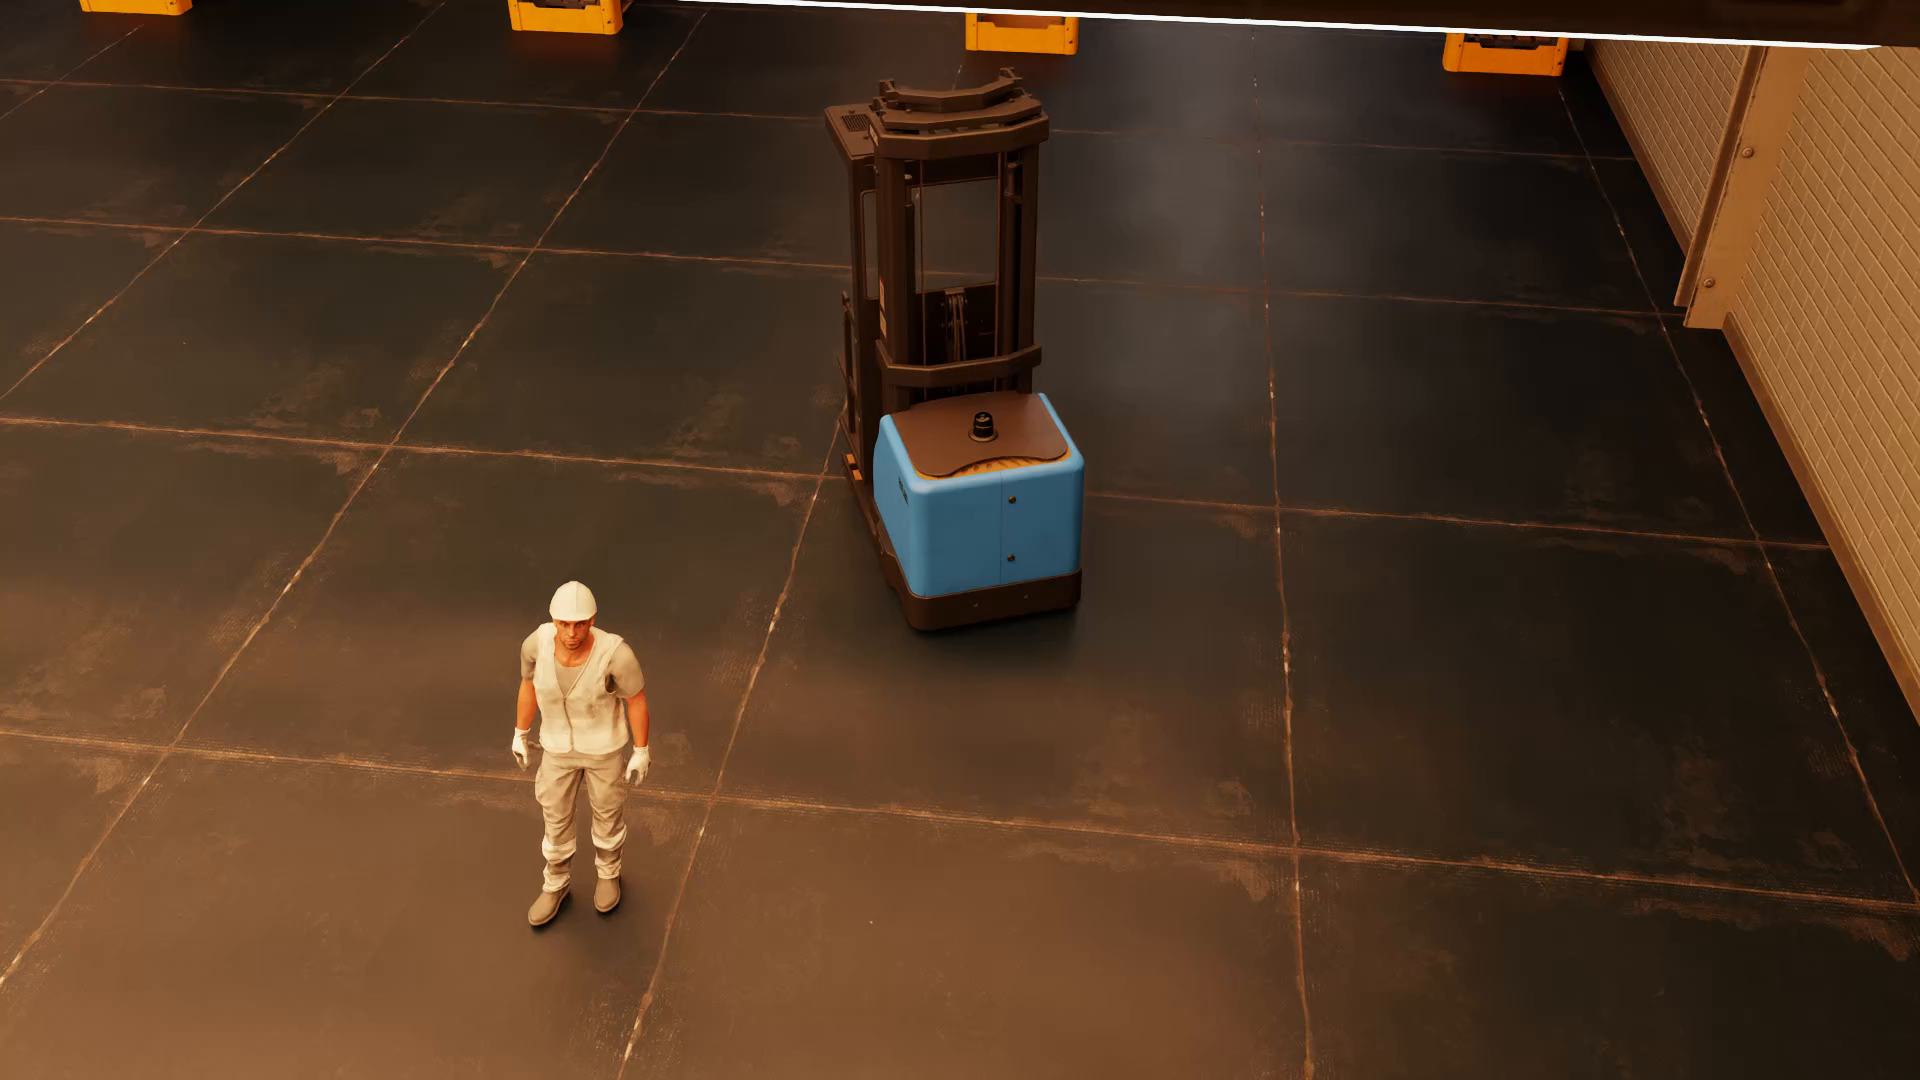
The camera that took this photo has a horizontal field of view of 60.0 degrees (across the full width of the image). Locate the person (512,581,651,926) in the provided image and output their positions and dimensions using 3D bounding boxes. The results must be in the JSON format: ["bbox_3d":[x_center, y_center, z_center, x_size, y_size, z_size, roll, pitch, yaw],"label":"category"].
[{"bbox_3d":[-1.752,0.995,7.630,0.637,1.787,0.564,3,37,5],"label":"person"}]

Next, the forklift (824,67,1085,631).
[{"bbox_3d":[-0.159,-1.528,10.103,1.130,2.935,3.031,-9,37,-12],"label":"forklift"}]
